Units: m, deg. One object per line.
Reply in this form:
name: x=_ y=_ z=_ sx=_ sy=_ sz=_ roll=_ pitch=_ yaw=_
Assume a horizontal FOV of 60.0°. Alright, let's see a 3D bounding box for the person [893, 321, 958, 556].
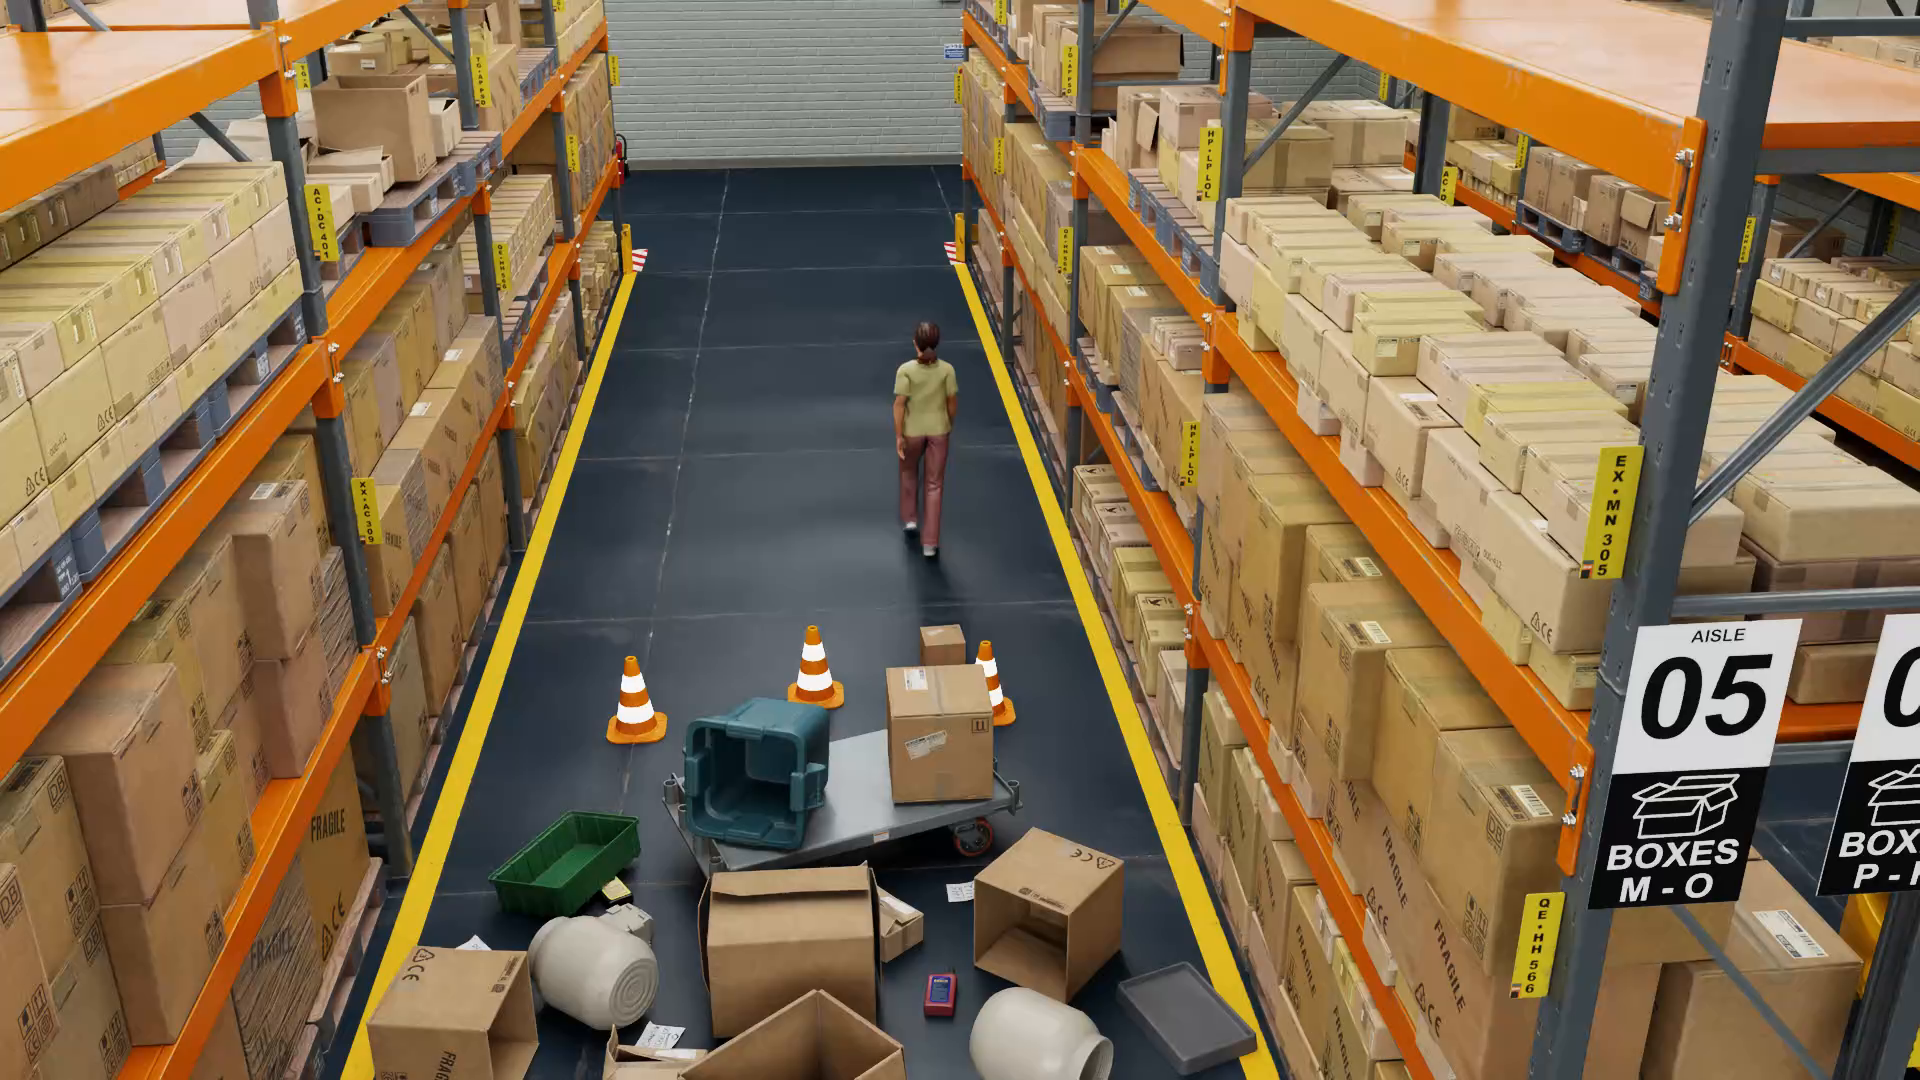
person: x=-0.243 y=-0.736 z=11.794 sx=0.459 sy=1.705 sz=0.722 roll=-1 pitch=24 yaw=-3
